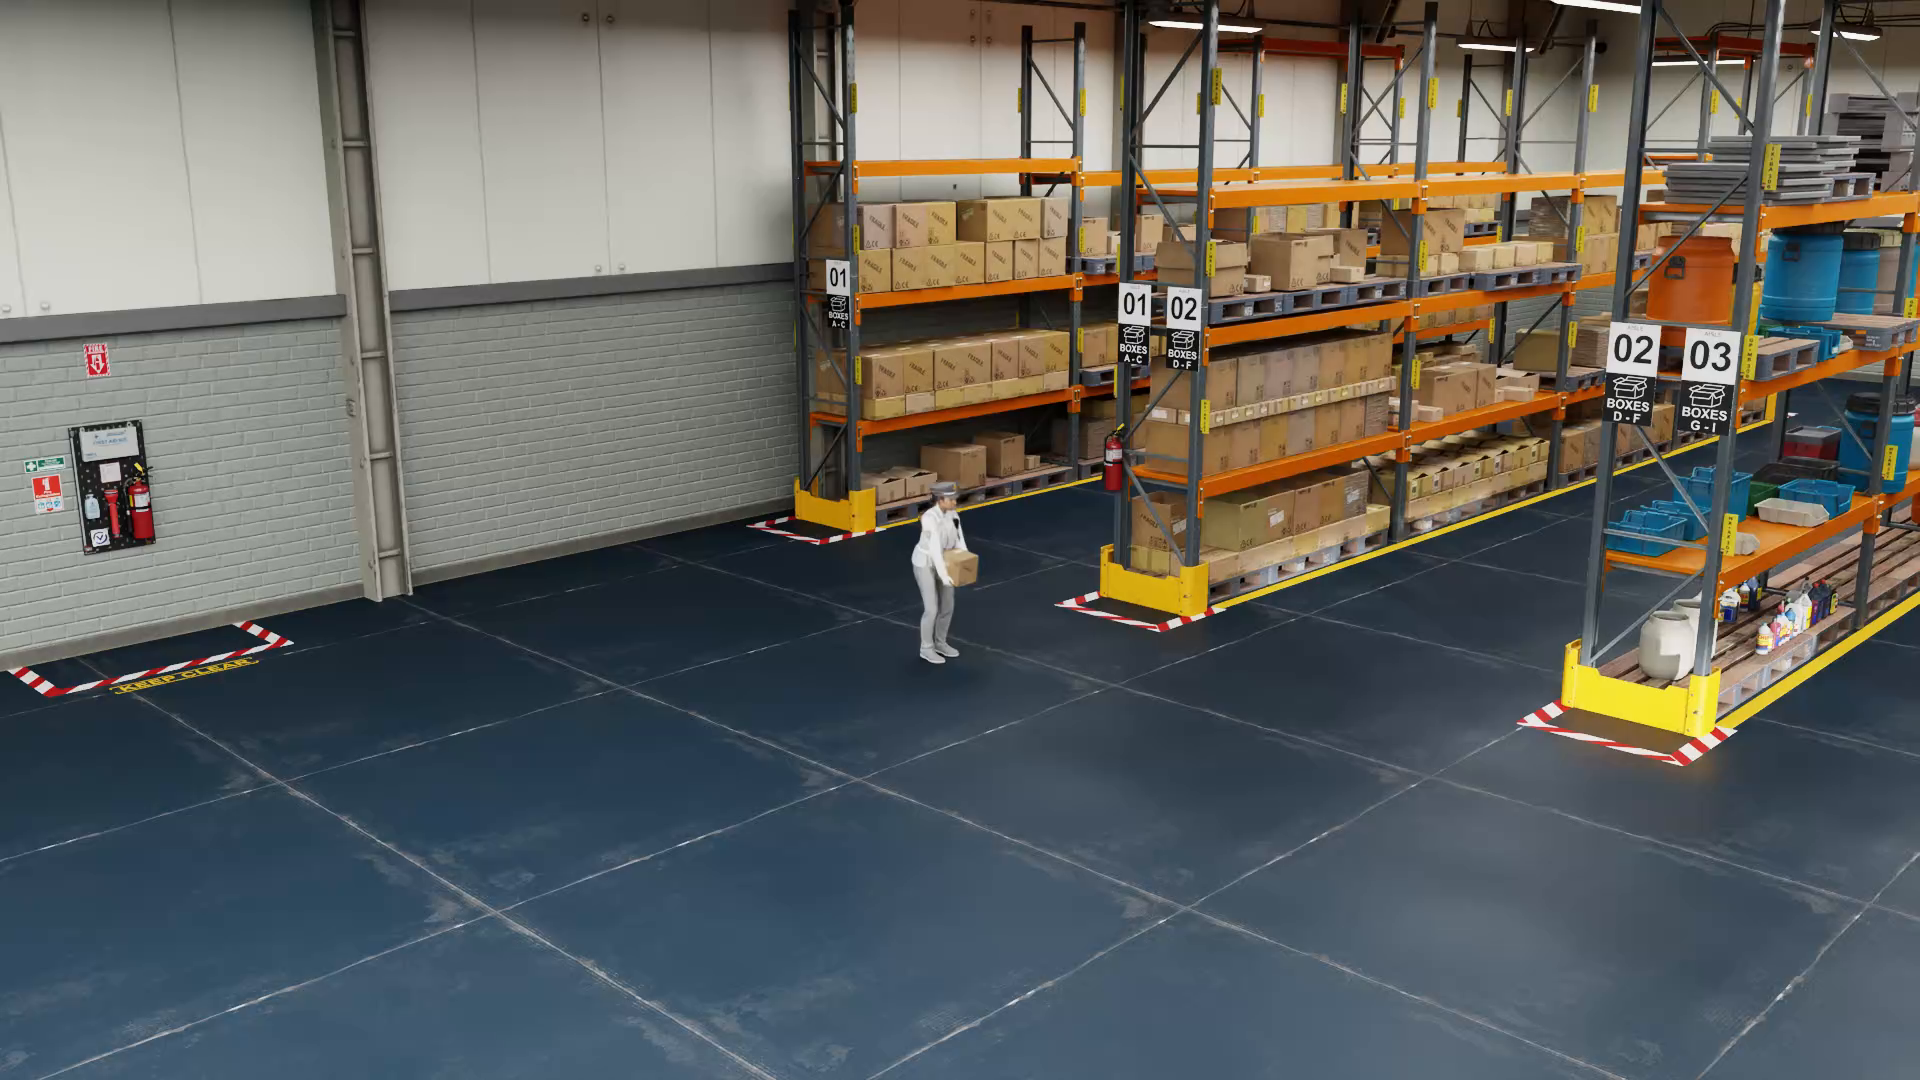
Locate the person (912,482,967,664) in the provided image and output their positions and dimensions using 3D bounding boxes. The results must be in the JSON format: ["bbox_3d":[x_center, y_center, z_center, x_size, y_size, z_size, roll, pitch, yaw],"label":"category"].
[{"bbox_3d":[-0.156,0.278,14.922,0.550,1.648,0.416,13,19,41],"label":"person"}]
